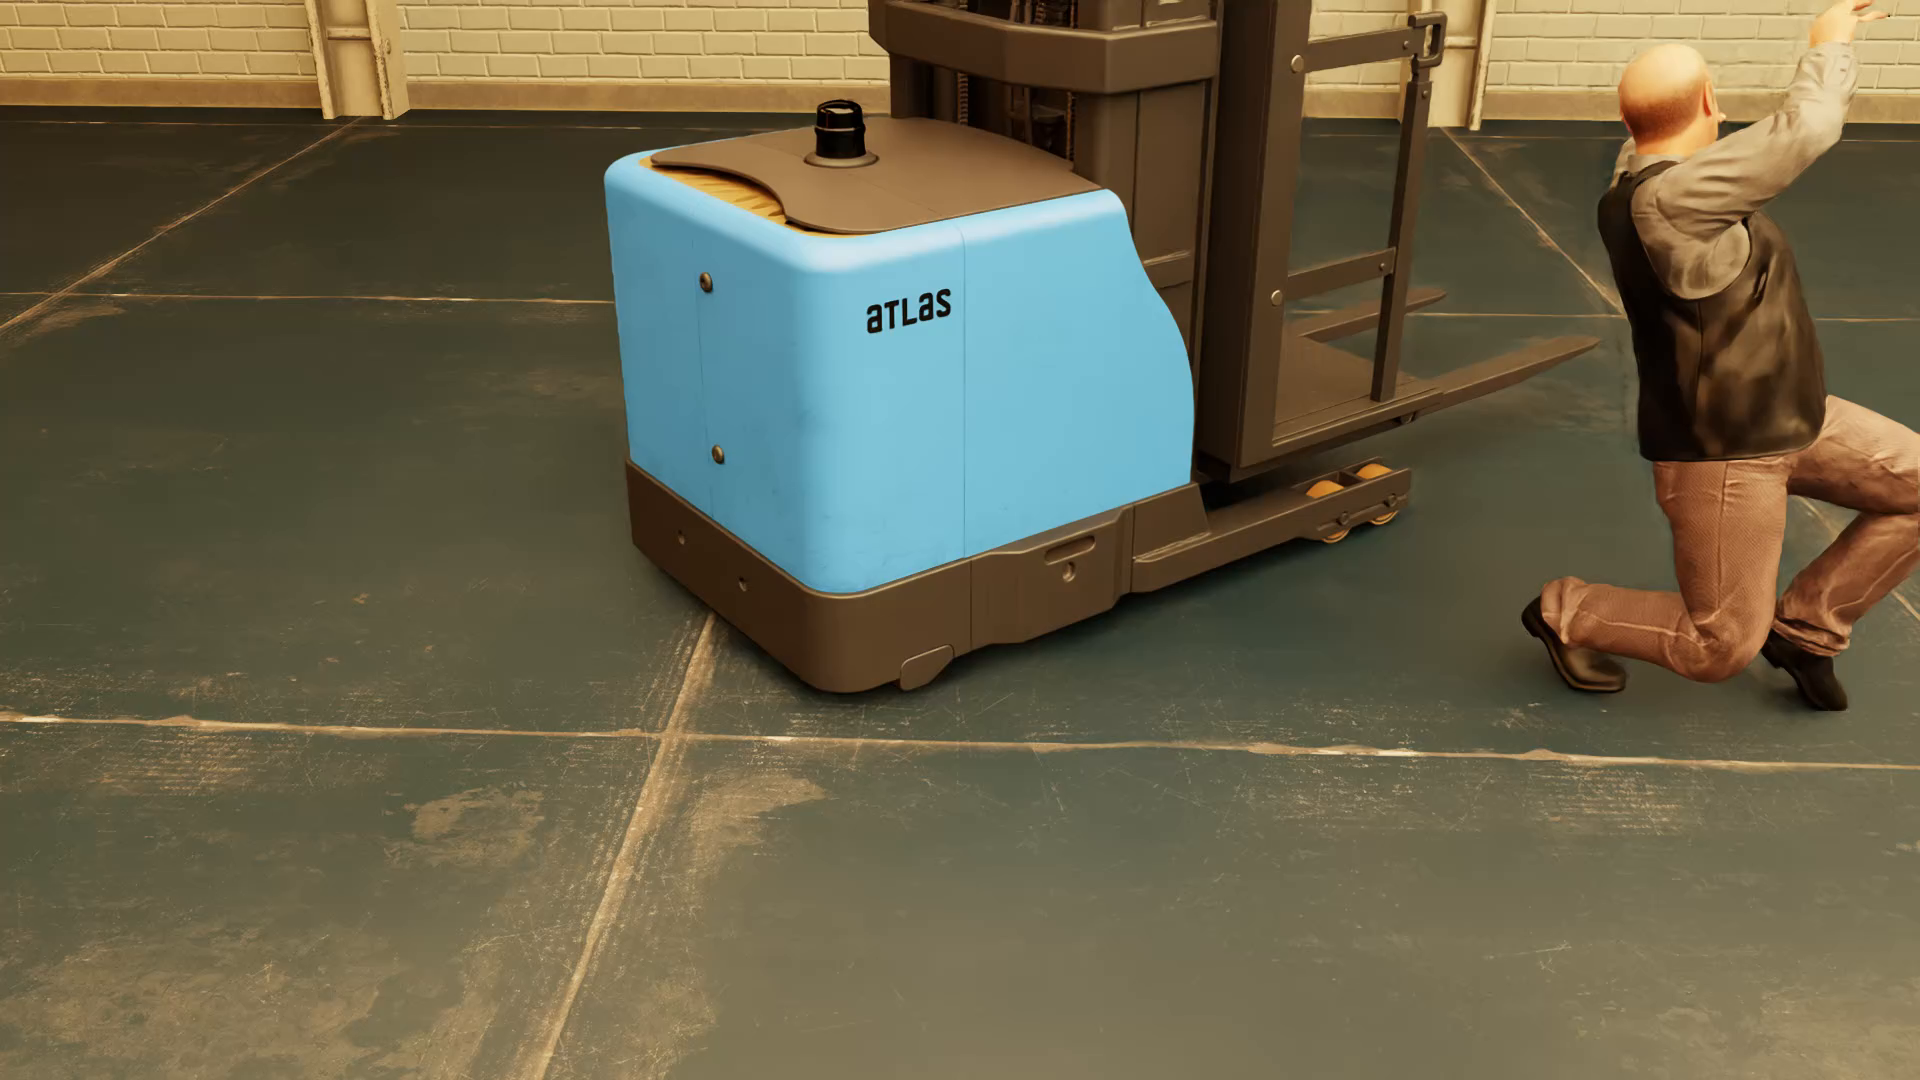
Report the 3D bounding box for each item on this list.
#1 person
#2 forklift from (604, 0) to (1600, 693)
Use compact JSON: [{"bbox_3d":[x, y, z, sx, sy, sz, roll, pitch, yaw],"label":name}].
[{"bbox_3d":[1.805,-0.401,3.651,0.872,1.540,1.064,15,30,28],"label":"person"},{"bbox_3d":[0.630,-1.476,4.201,3.031,2.935,1.130,-18,31,-32],"label":"forklift"}]
